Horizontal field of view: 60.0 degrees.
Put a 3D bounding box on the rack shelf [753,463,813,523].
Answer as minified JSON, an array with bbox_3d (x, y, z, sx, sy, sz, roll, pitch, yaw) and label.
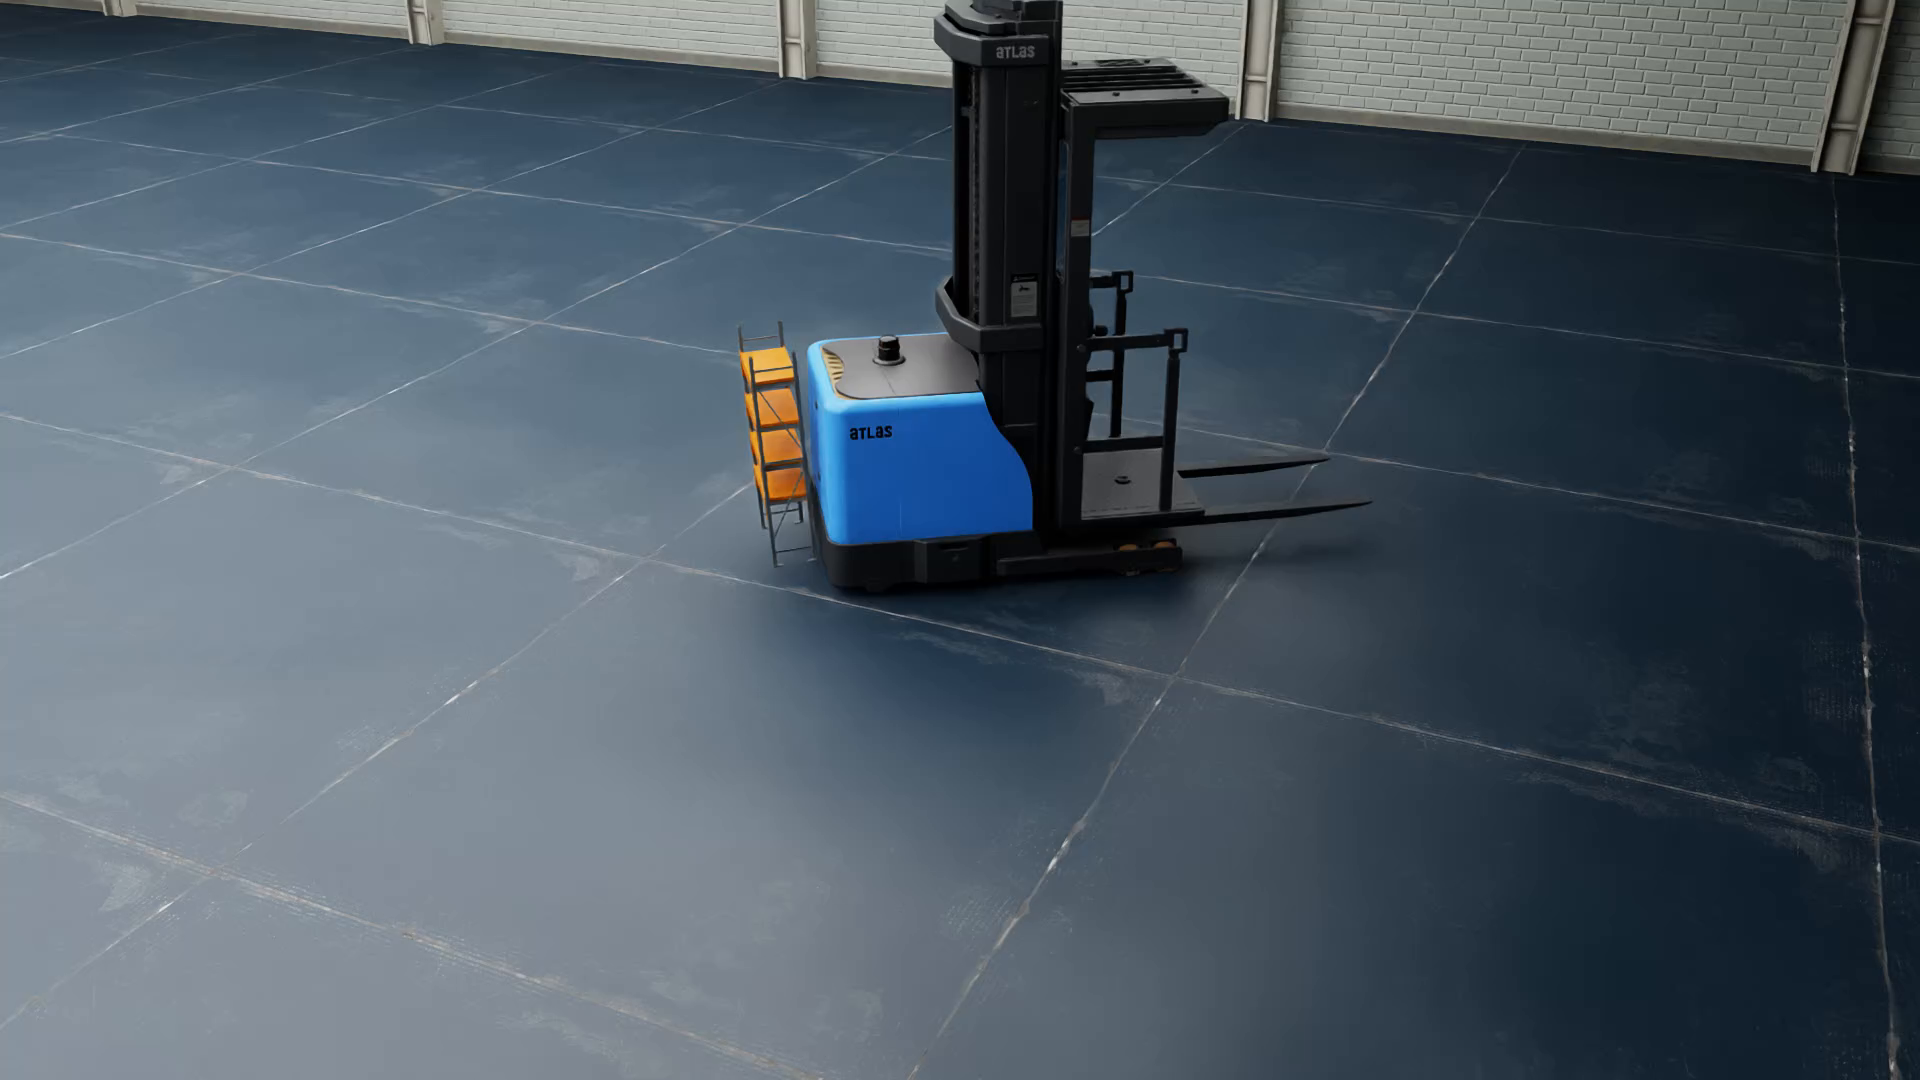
[{"bbox_3d":[-0.964,-0.277,9.039,0.258,0.148,0.480,-9,27,-11],"label":"rack shelf"}]

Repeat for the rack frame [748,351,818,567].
[{"bbox_3d":[-0.921,-0.409,8.706,0.240,1.200,0.015,-9,27,-11],"label":"rack frame"}]

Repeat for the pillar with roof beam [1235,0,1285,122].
[{"bbox_3d":[1.607,-7.155,13.594,0.400,9.000,9.100,11,28,22],"label":"pillar with roof beam"}]

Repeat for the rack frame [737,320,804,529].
[{"bbox_3d":[-1.036,-0.618,9.131,0.240,1.200,0.015,-9,27,-11],"label":"rack frame"}]

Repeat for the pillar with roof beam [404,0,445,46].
[{"bbox_3d":[-9.316,-9.349,18.051,0.400,9.000,9.100,11,28,22],"label":"pillar with roof beam"}]

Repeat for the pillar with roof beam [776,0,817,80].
[{"bbox_3d":[-3.855,-8.252,15.823,0.400,9.000,9.100,11,28,22],"label":"pillar with roof beam"}]

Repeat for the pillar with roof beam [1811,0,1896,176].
[{"bbox_3d":[7.069,-6.058,11.366,0.400,9.000,9.100,11,28,22],"label":"pillar with roof beam"}]

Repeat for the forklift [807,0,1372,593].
[{"bbox_3d":[0.729,-1.349,8.671,3.031,2.935,1.130,-5,27,-9],"label":"forklift"}]

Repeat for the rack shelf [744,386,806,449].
[{"bbox_3d":[-0.987,-0.653,8.848,0.258,0.148,0.480,-9,27,-11],"label":"rack shelf"}]

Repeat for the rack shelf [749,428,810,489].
[{"bbox_3d":[-0.975,-0.454,8.949,0.258,0.148,0.480,-9,27,-11],"label":"rack shelf"}]

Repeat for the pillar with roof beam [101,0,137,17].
[{"bbox_3d":[-14.778,-10.446,20.279,0.400,9.000,9.100,11,28,22],"label":"pillar with roof beam"}]

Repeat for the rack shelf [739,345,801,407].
[{"bbox_3d":[-1.000,-0.863,8.741,0.258,0.148,0.480,-9,27,-11],"label":"rack shelf"}]

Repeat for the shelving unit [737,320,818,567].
[{"bbox_3d":[-0.979,-0.514,8.919,0.258,1.200,0.503,-9,27,-11],"label":"shelving unit"}]
